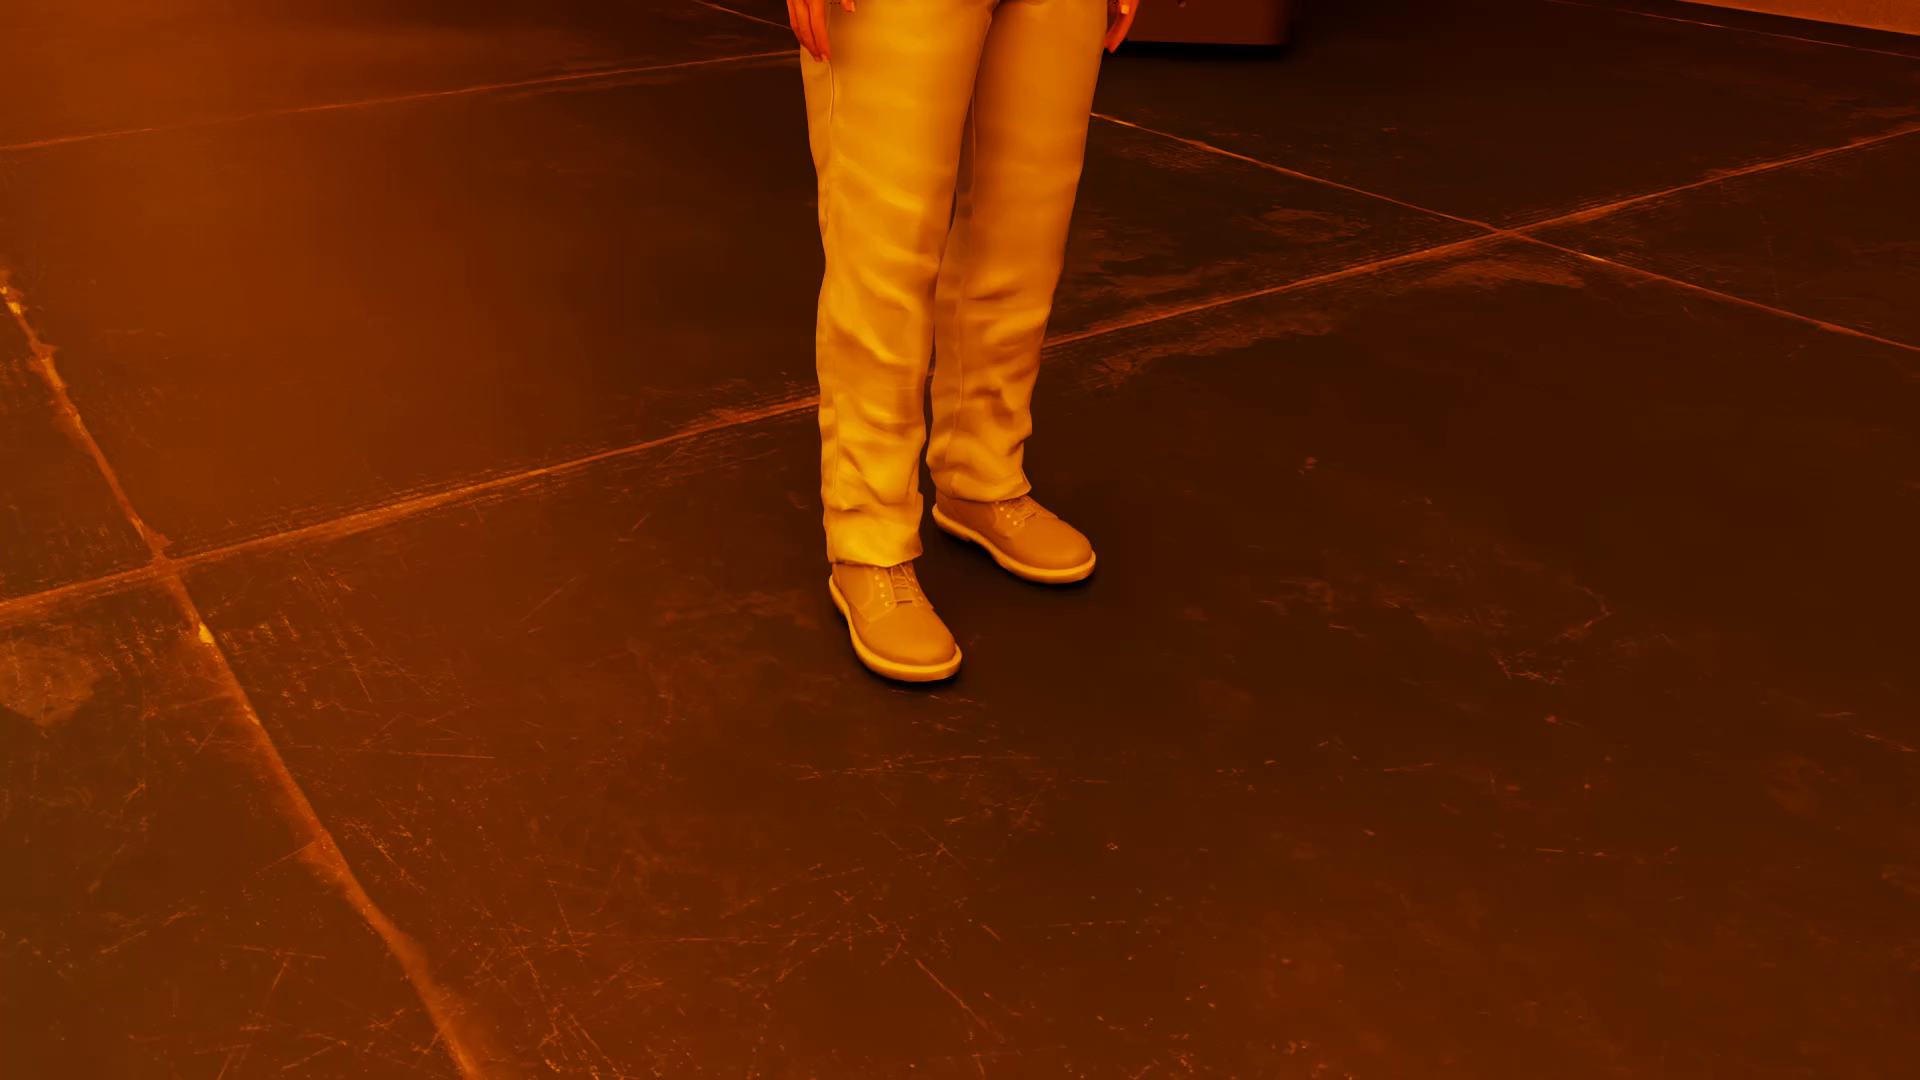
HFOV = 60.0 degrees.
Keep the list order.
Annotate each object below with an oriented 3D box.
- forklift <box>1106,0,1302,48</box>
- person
[{"bbox_3d":[0.884,-3.656,6.519,1.130,2.935,3.031,5,27,9],"label":"forklift"},{"bbox_3d":[0.025,-0.718,2.055,0.599,1.670,0.529,-17,31,-31],"label":"person"}]
